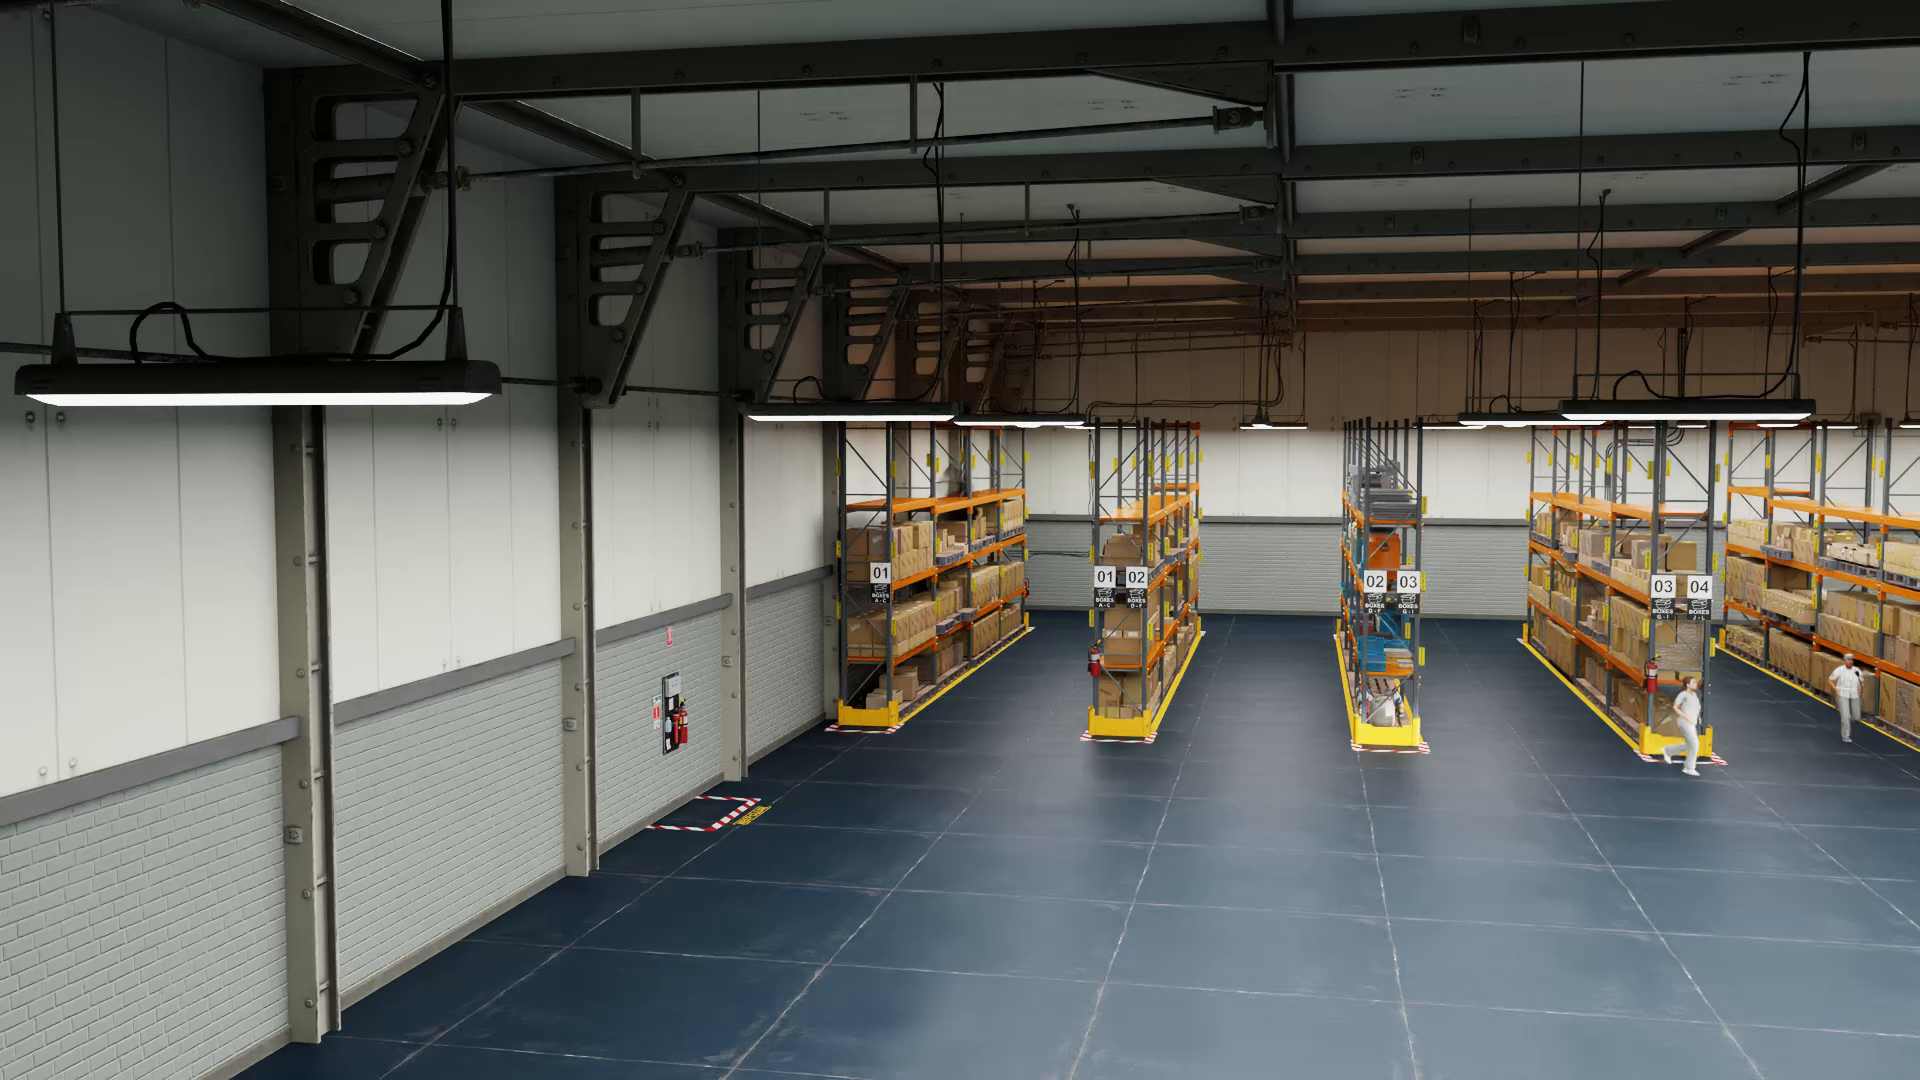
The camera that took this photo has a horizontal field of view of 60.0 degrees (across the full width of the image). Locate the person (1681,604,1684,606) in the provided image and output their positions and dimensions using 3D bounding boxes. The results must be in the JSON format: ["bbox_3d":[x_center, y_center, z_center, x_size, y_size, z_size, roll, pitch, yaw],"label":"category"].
[{"bbox_3d":[19.023,2.057,44.446,0.584,1.609,0.683,-3,5,-43],"label":"person"}]

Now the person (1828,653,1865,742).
[{"bbox_3d":[16.459,2.909,30.863,0.613,1.621,0.688,1,4,11],"label":"person"}]

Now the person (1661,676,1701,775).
[{"bbox_3d":[12.209,3.104,28.069,0.601,1.653,0.723,-3,5,-39],"label":"person"}]

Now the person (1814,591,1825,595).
[{"bbox_3d":[23.106,1.945,44.838,0.935,1.778,0.718,1,4,9],"label":"person"}]
